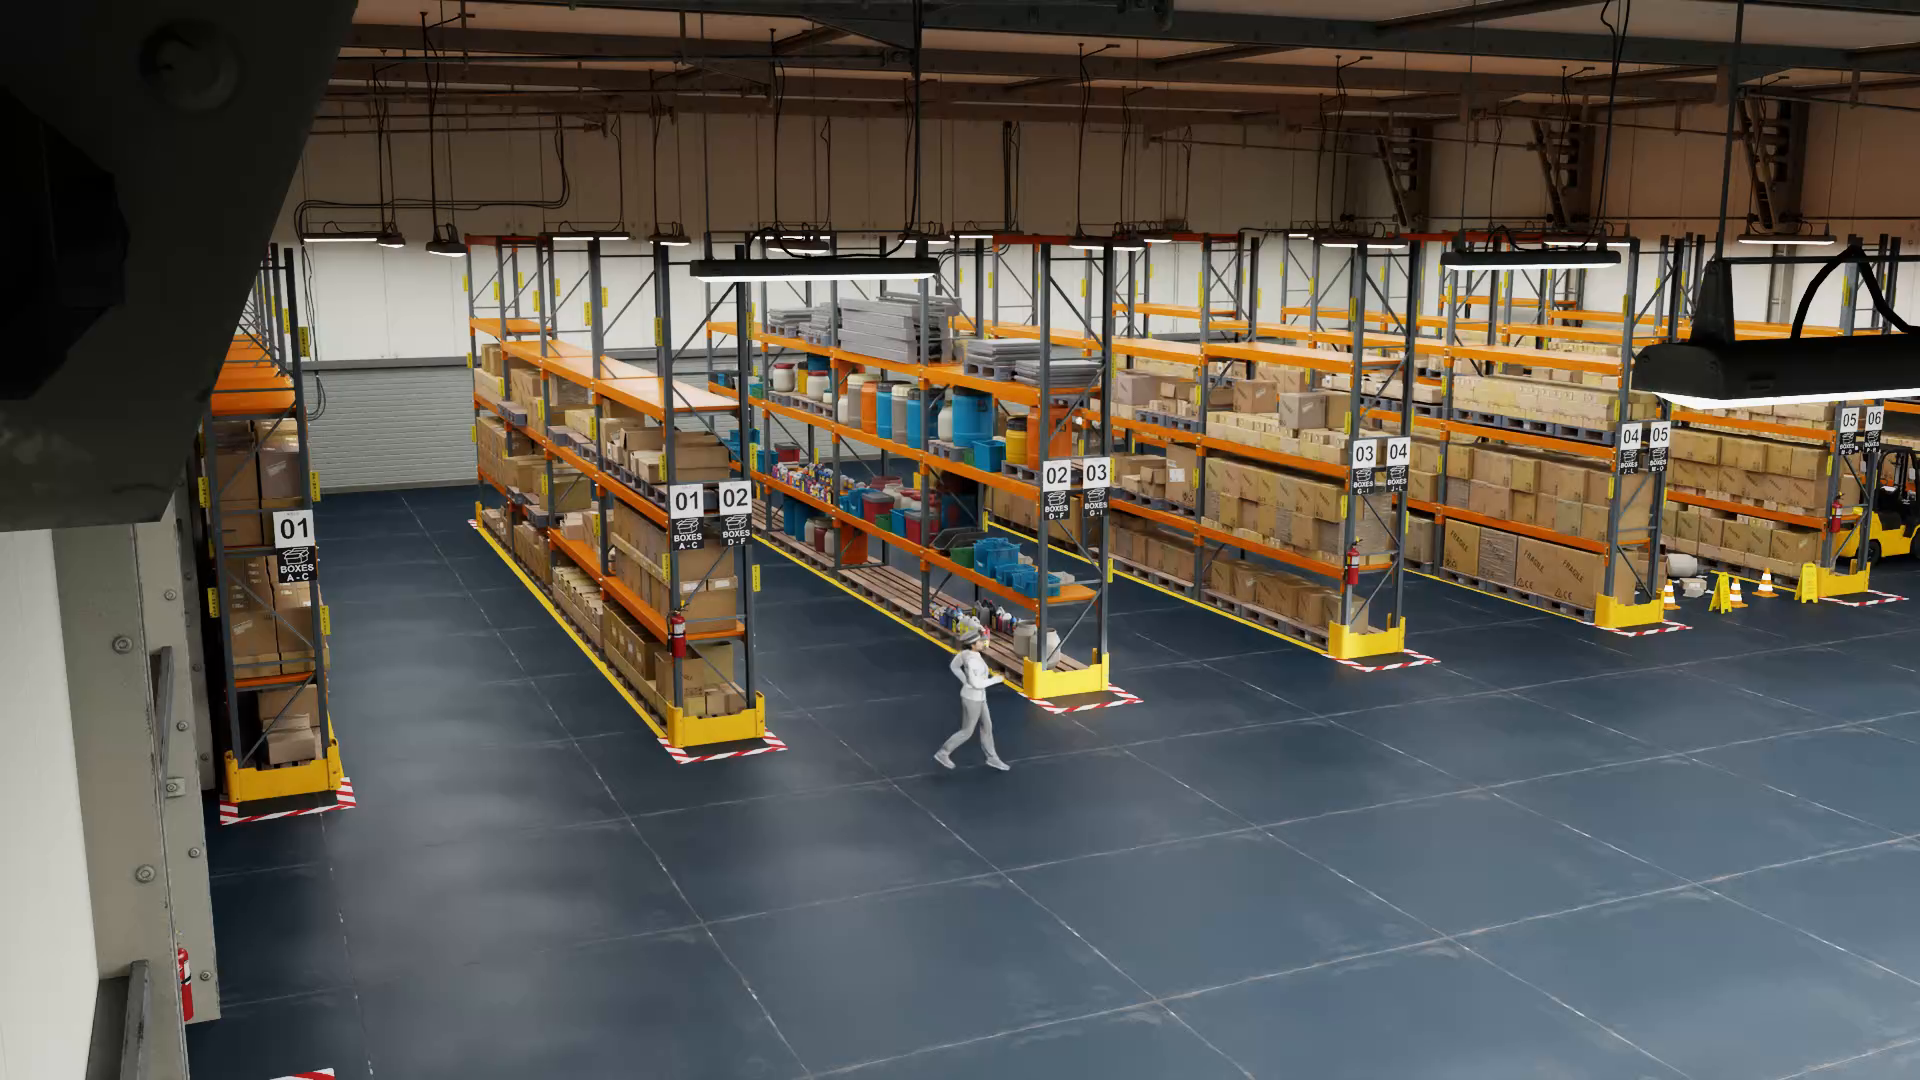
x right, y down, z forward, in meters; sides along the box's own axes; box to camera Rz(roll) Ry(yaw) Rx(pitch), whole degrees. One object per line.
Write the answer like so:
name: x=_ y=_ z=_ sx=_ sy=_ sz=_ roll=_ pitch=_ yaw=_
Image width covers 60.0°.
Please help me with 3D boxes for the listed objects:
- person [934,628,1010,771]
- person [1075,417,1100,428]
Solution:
person: x=0.140 y=1.846 z=19.073 sx=0.886 sy=1.715 sz=0.611 roll=0 pitch=11 yaw=-2
person: x=3.136 y=-2.462 z=41.174 sx=0.698 sy=1.796 sz=0.878 roll=4 pitch=12 yaw=20
